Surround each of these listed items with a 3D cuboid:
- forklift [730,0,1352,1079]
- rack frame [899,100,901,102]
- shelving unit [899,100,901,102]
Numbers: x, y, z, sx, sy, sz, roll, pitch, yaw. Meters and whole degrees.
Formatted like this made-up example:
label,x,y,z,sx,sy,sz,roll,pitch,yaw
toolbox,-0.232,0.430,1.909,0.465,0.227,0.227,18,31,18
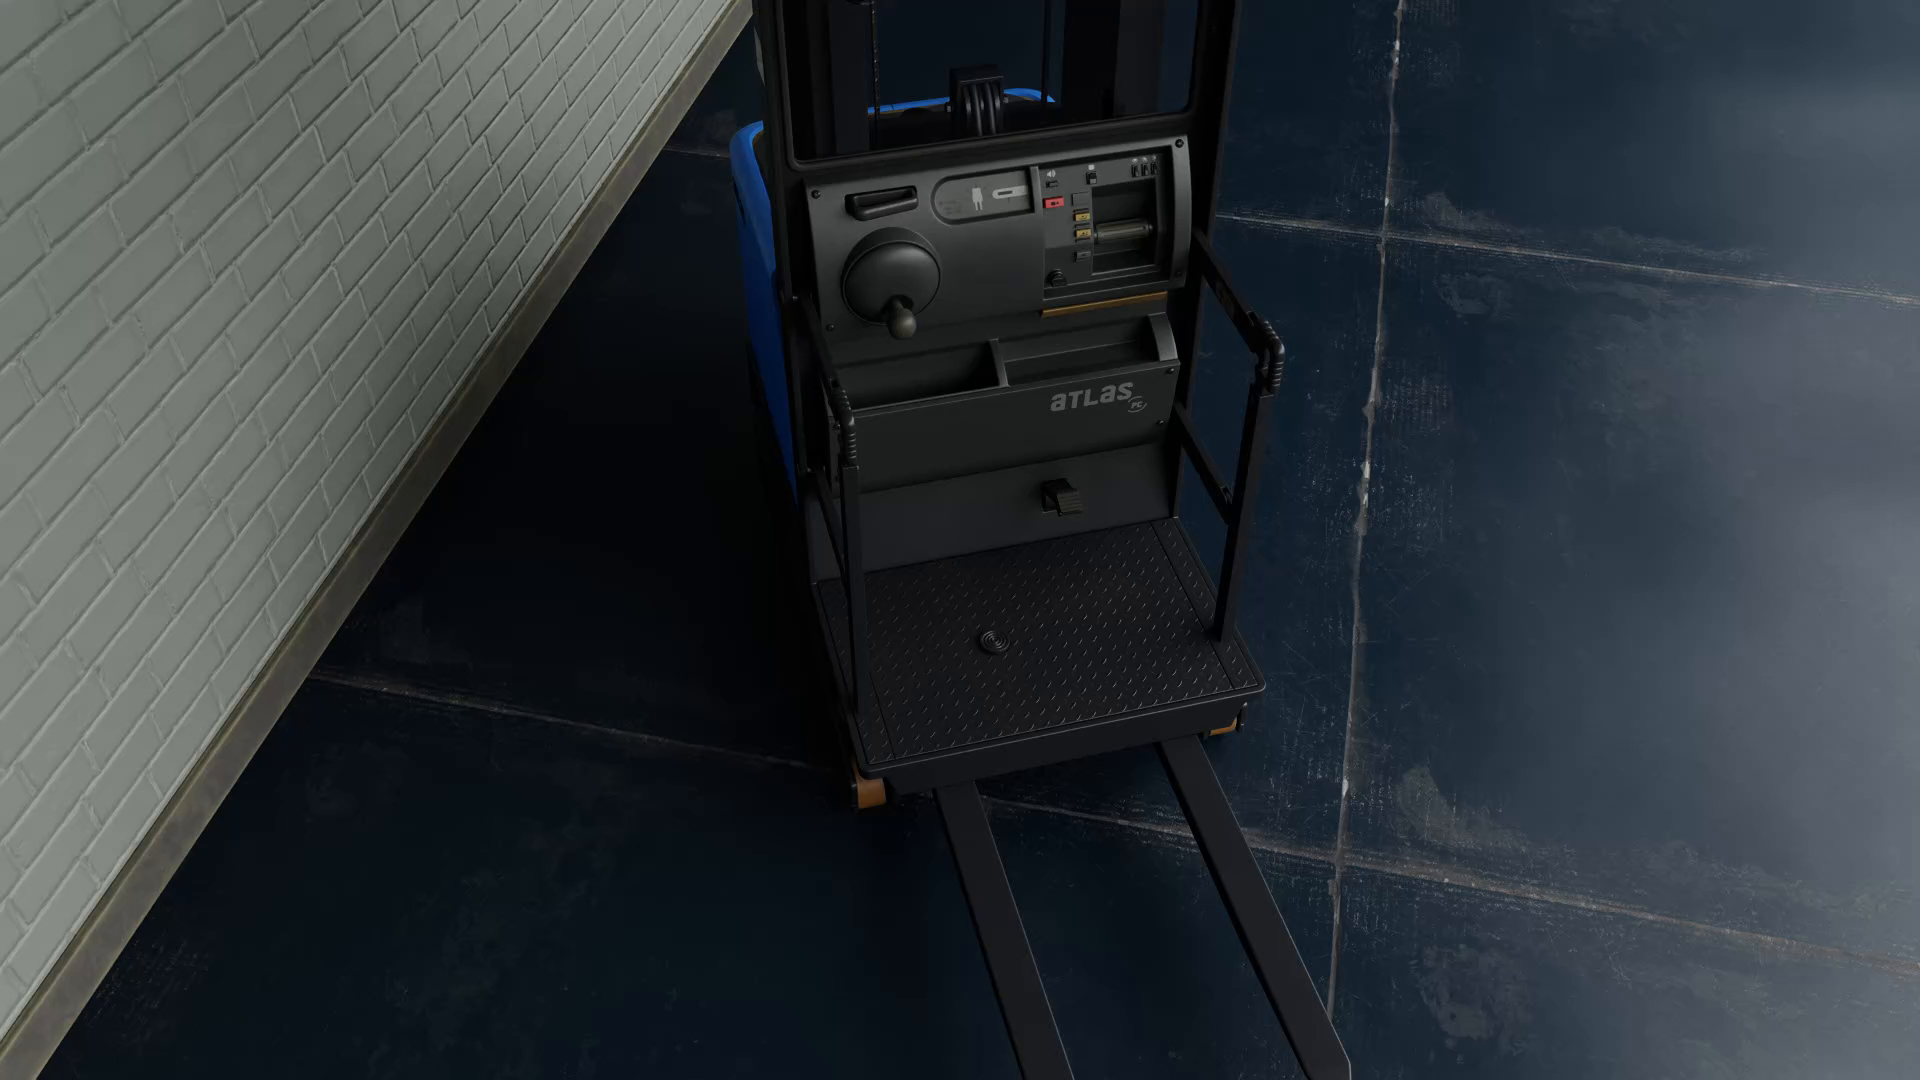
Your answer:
label,x,y,z,sx,sy,sz,roll,pitch,yaw
forklift,0.159,-0.635,3.796,1.130,2.935,3.031,-10,45,-11
rack frame,-0.167,-1.036,5.677,0.006,0.900,0.240,-10,45,-11
shelving unit,-0.265,-1.018,5.659,0.210,0.900,0.258,-10,45,-11
